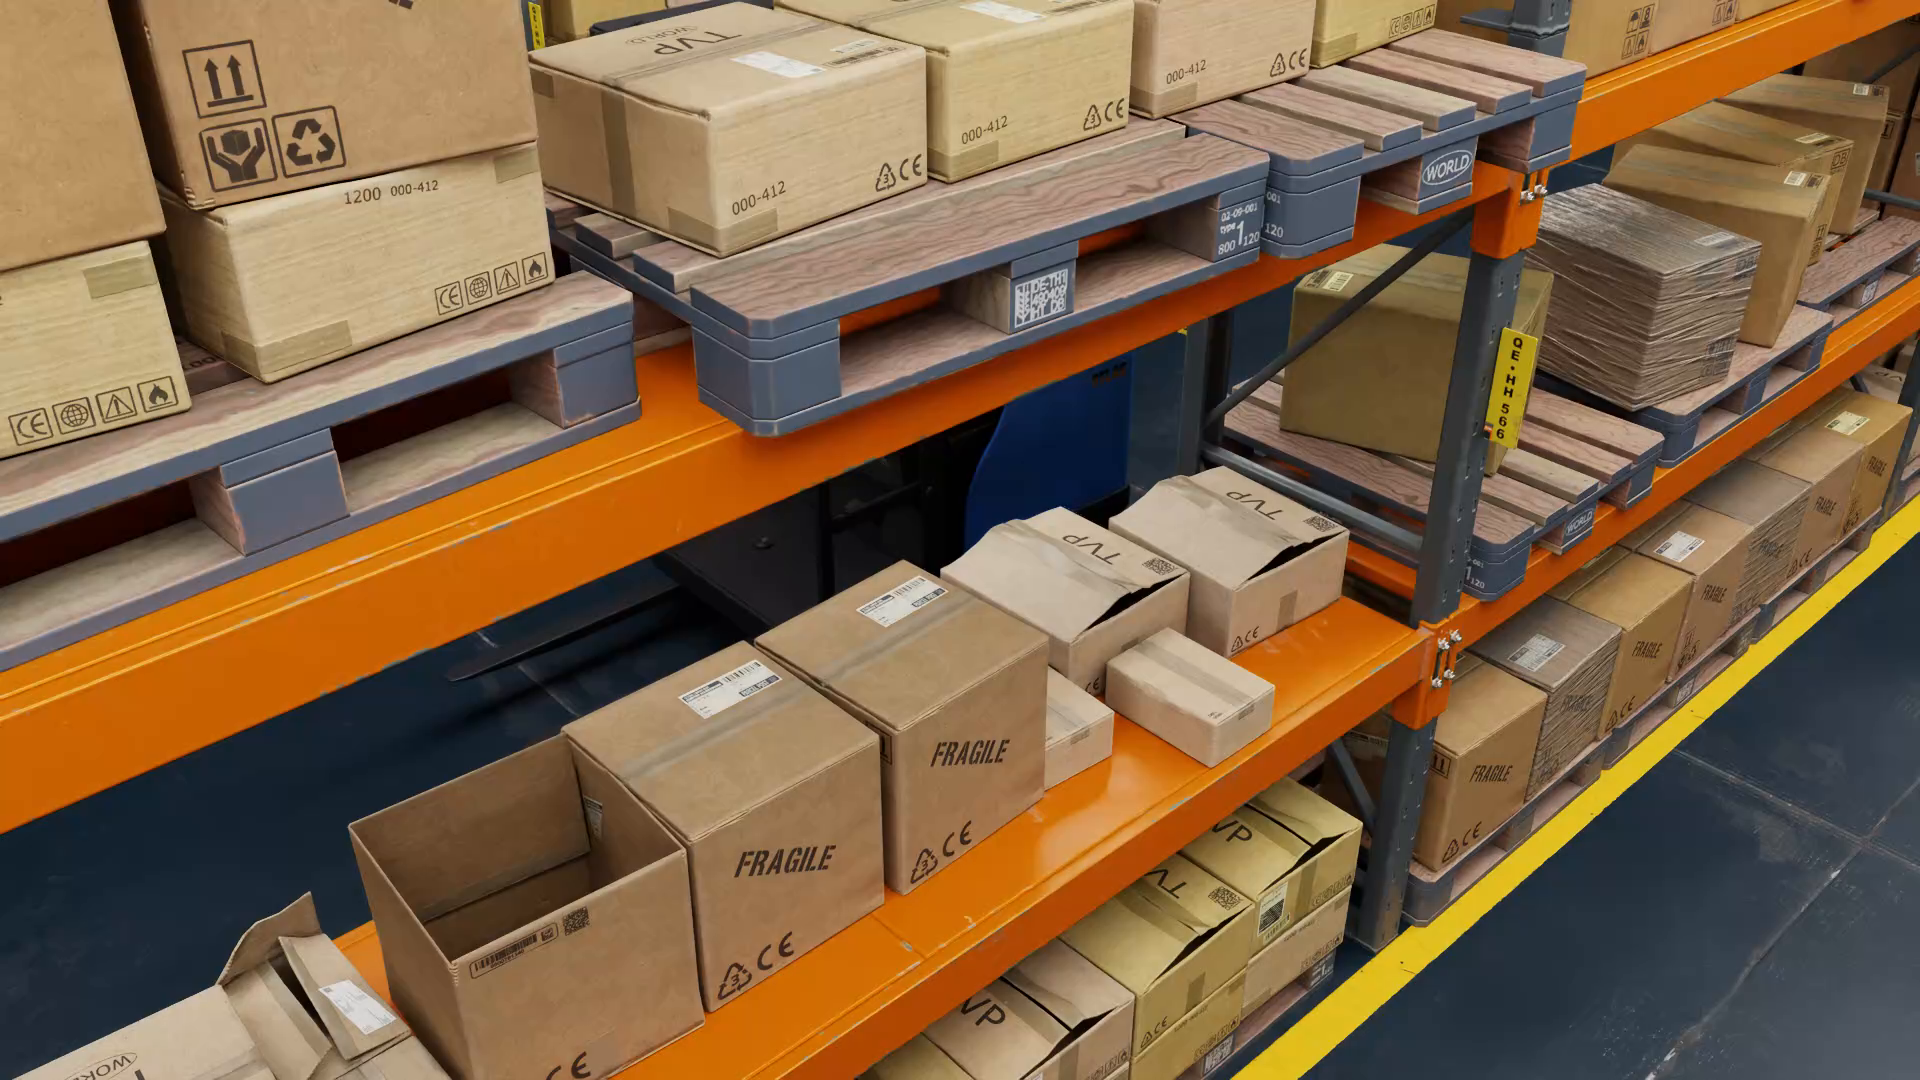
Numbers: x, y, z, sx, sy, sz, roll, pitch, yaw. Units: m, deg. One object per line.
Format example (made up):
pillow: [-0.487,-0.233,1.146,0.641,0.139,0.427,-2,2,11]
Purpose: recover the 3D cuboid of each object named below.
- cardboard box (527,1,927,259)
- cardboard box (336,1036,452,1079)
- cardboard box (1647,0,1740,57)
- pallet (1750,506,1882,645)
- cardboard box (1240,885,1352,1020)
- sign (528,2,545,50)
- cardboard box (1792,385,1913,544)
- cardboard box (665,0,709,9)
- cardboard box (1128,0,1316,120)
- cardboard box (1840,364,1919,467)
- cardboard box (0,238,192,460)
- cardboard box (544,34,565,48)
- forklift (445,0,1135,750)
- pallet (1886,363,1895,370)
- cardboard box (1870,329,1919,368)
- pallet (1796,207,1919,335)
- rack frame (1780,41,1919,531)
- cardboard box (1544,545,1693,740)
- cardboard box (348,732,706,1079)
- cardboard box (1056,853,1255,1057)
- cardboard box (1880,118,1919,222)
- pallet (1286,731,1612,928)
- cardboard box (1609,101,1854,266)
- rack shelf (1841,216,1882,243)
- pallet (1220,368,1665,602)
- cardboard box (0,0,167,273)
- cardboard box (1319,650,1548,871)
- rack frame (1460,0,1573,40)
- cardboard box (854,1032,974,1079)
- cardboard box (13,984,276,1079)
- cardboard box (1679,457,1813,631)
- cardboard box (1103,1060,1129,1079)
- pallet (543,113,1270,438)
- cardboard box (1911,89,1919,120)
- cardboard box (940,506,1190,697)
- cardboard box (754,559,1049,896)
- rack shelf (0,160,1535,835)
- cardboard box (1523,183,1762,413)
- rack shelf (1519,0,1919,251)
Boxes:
cardboard box: [-0.408,-0.749,2.965,0.500,0.250,0.500,25,40,35]
cardboard box: [-1.063,1.172,3.199,0.250,0.149,0.380,-26,40,-35]
cardboard box: [1.752,-1.789,4.829,0.500,0.500,0.910,-26,40,-35]
pallet: [3.443,-0.044,7.620,1.213,0.211,1.003,-26,40,-35]
cardboard box: [0.861,1.156,5.217,0.500,0.250,0.500,-25,39,-34]
sign: [-1.914,-2.267,7.549,0.005,0.325,0.100,-26,40,-35]
cardboard box: [3.847,-0.373,7.459,0.500,0.500,0.500,-26,40,-36]
cardboard box: [-1.388,-2.763,8.274,0.500,0.250,0.500,-26,40,-36]
cardboard box: [0.415,-1.137,3.601,0.500,0.250,0.500,-25,39,-34]
cardboard box: [4.469,-0.643,8.082,0.500,0.311,0.500,-26,40,-35]
cardboard box: [-1.394,-0.309,2.245,0.500,0.250,0.500,-21,37,-31]
cardboard box: [-1.760,-2.264,8.177,0.500,0.500,0.500,-24,39,-34]
forklift: [-0.656,-0.931,6.463,3.031,2.935,1.130,-25,39,-35]
pallet: [5.413,-1.025,9.224,1.213,0.211,1.003,-26,40,-35]
cardboard box: [4.789,-1.154,8.917,0.500,0.311,0.500,-26,40,-35]
pallet: [3.354,-1.213,7.042,1.213,0.211,1.003,-26,40,-35]
rack frame: [4.014,-1.537,7.388,0.127,3.000,1.000,-26,40,-35]
cardboard box: [2.360,0.345,6.285,0.500,0.500,0.500,-26,40,-36]
cardboard box: [-0.891,0.805,3.462,0.500,0.500,0.500,-23,38,-32]
cardboard box: [0.488,1.104,4.765,0.500,0.311,0.500,-27,40,-36]
cardboard box: [4.573,-1.656,7.487,0.500,0.500,0.500,-25,39,-34]
pallet: [1.654,0.822,6.204,1.213,0.211,1.003,-26,40,-35]
cardboard box: [3.054,-1.408,6.678,0.500,0.500,0.700,-19,36,-28]
rack shelf: [5.481,-1.939,8.735,4.000,0.370,1.077,-26,40,-35]
pallet: [1.530,-0.303,5.554,1.003,0.211,1.213,-26,40,-35]
cardboard box: [-1.373,-0.617,2.031,0.500,0.500,0.500,-25,40,-35]
cardboard box: [1.609,0.709,5.690,0.500,0.500,0.500,-24,39,-34]
rack frame: [1.081,-2.677,3.502,0.127,3.000,1.000,-26,40,-35]
cardboard box: [-0.253,1.459,4.185,0.500,0.311,0.500,-25,39,-34]
cardboard box: [-1.521,1.174,3.099,0.500,0.250,0.500,-23,38,-33]
cardboard box: [3.111,-0.023,6.887,0.500,0.500,0.500,-25,39,-35]
cardboard box: [0.115,1.518,4.626,0.500,0.250,0.500,-25,39,-34]
pallet: [-0.174,-0.644,3.234,1.213,0.211,1.003,-24,39,-33]
cardboard box: [4.551,-2.065,7.198,0.500,0.500,0.500,-25,39,-34]
cardboard box: [0.294,0.163,4.693,0.500,0.311,0.500,-26,40,-36]
cardboard box: [-0.138,0.441,4.058,0.500,0.500,0.500,27,40,36]
rack shelf: [-0.385,-0.381,3.312,4.000,0.370,1.077,-26,40,-35]
cardboard box: [2.267,-0.857,5.778,0.500,0.500,0.700,-18,36,-27]
rack shelf: [2.548,-1.800,5.633,4.000,0.370,1.077,-26,40,-35]
